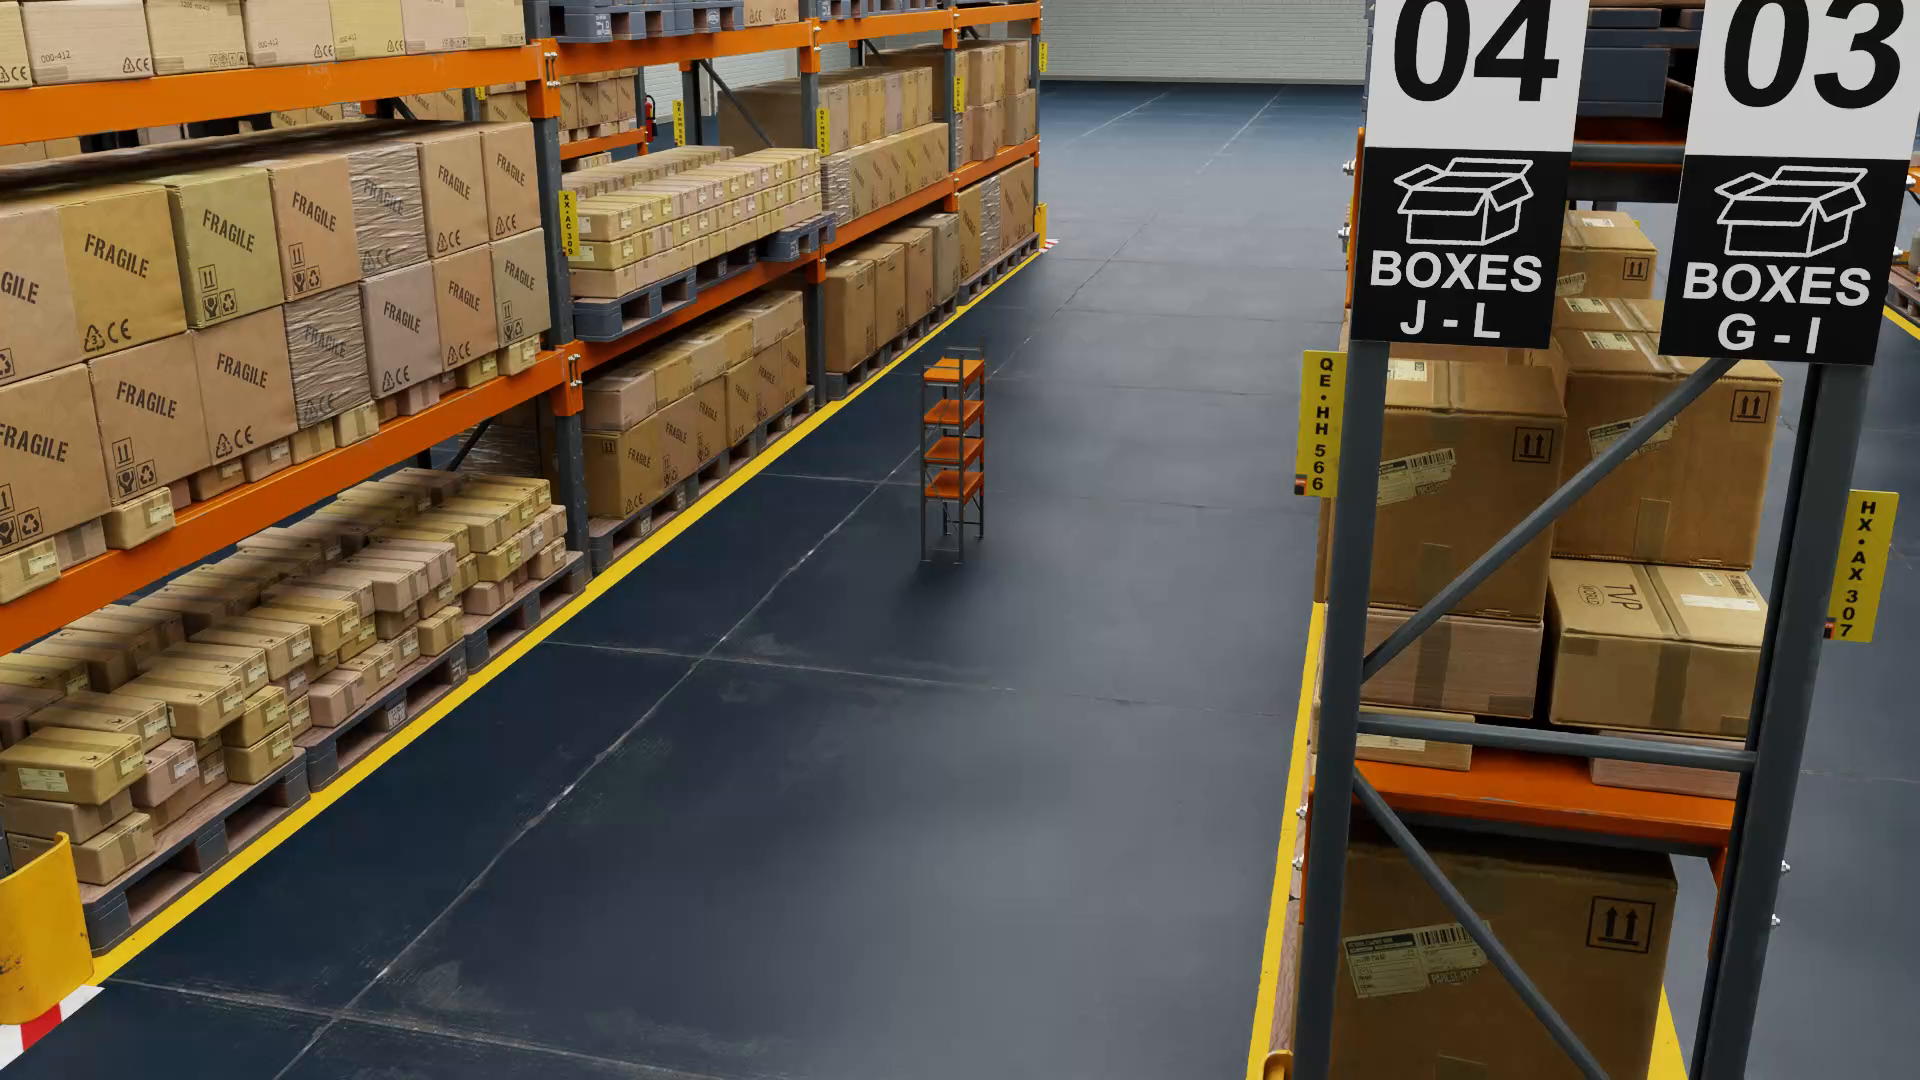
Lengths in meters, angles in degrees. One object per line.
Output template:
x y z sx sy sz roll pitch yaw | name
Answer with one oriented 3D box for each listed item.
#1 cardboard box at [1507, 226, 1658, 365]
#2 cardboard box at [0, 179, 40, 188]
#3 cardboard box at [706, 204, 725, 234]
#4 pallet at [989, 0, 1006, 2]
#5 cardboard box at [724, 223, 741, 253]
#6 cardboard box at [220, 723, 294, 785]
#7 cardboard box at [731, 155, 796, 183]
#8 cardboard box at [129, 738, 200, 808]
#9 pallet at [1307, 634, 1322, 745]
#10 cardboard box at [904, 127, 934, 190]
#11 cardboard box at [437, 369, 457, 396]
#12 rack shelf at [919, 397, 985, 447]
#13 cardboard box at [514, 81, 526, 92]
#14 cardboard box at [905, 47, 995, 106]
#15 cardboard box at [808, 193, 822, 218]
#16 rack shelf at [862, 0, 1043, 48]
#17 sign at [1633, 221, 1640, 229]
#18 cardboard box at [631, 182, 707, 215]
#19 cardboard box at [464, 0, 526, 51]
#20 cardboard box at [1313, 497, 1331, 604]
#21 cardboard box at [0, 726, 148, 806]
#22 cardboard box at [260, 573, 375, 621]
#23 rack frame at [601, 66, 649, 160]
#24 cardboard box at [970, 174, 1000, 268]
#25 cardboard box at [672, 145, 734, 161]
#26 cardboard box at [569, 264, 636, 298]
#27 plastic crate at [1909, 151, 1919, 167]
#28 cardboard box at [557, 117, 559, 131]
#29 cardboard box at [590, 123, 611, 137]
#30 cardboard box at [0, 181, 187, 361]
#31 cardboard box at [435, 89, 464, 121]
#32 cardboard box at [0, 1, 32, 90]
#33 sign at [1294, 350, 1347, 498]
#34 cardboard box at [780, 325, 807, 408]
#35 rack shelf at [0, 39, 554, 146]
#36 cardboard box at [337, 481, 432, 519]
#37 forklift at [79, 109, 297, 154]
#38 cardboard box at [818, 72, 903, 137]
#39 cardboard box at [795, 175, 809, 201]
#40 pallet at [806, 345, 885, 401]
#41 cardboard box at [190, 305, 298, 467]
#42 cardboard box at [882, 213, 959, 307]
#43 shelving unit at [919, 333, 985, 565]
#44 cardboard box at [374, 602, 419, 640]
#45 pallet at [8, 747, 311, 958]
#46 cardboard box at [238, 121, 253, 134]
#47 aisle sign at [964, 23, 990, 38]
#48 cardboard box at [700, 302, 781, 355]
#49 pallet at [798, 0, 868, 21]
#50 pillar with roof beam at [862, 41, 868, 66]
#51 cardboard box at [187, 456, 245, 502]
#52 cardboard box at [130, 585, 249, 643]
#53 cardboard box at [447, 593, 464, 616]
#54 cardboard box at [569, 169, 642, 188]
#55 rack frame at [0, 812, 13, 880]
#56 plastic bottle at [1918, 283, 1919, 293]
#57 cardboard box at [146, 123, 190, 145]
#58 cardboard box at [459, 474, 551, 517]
2.310 -0.899 6.292 0.500 0.500 0.500 5 19 14 | cardboard box
-3.479 -0.949 5.665 0.500 0.500 0.500 4 19 12 | cardboard box
-1.638 -1.939 10.004 0.380 0.149 0.250 4 19 12 | cardboard box
-0.031 -5.742 17.354 1.003 0.211 1.213 5 19 13 | pallet
-1.575 -1.875 10.277 0.380 0.149 0.250 4 19 11 | cardboard box
-2.827 0.807 6.446 0.380 0.149 0.250 5 19 14 | cardboard box
-1.321 -2.485 11.140 0.380 0.149 0.250 5 20 15 | cardboard box
-2.974 0.818 5.953 0.380 0.149 0.250 5 19 13 | cardboard box
2.028 0.755 7.150 1.003 0.211 1.213 5 19 13 | pallet
-0.533 -3.432 14.940 0.500 0.500 0.500 4 19 13 | cardboard box
-2.549 -0.749 7.630 0.380 0.149 0.250 4 19 12 | cardboard box
-0.040 -0.664 9.291 0.258 0.148 0.480 5 19 13 | rack shelf
-4.902 -5.027 17.603 0.700 0.500 0.500 5 19 14 | cardboard box
-0.131 -4.762 17.087 0.875 0.550 0.550 5 19 13 | cardboard box
-1.193 -2.363 11.703 0.380 0.149 0.250 5 19 14 | cardboard box
-0.052 -5.433 17.427 1.077 0.370 4.000 5 19 13 | rack shelf
2.828 -1.200 7.100 0.100 0.325 0.005 5 19 13 | sign
-1.701 -1.995 9.706 0.380 0.149 0.250 4 19 13 | cardboard box
-2.354 -2.393 7.645 0.500 0.250 0.500 5 20 15 | cardboard box
2.426 -0.192 8.247 1.225 0.875 0.875 5 19 14 | cardboard box
-3.016 0.765 5.647 0.380 0.149 0.250 4 19 11 | cardboard box
-2.745 0.265 7.112 0.380 0.149 0.250 5 19 14 | cardboard box
-4.389 -5.340 20.682 1.000 3.000 0.127 5 19 13 | rack frame
-0.103 -3.395 17.625 0.875 0.875 0.875 5 19 14 | cardboard box
-1.820 -2.704 11.783 0.380 0.149 0.250 5 19 13 | cardboard box
-1.953 -1.387 8.847 0.380 0.149 0.250 4 19 11 | cardboard box
9.493 -3.787 16.542 0.298 0.136 0.250 5 19 13 | plastic crate
-4.753 -4.706 18.211 0.500 0.500 0.500 4 19 13 | cardboard box
-4.344 -4.838 19.599 0.380 0.149 0.250 5 19 14 | cardboard box
-2.989 -0.906 5.538 0.500 0.500 0.500 5 20 15 | cardboard box
-5.256 -4.311 16.403 0.500 0.500 0.500 4 19 12 | cardboard box
-3.115 -1.435 4.841 0.500 0.250 0.500 5 20 15 | cardboard box
0.789 -0.250 3.622 0.100 0.325 0.005 5 19 13 | sign
-1.426 -1.263 11.961 0.500 0.500 0.500 5 19 13 | cardboard box
-2.984 -1.672 6.415 1.077 0.370 4.000 5 19 13 | rack shelf
-2.906 -0.178 8.408 0.380 0.149 0.250 6 20 16 | cardboard box
-4.670 -1.879 10.655 1.130 2.935 3.031 4 19 11 | forklift
-0.904 -3.772 14.389 0.700 0.500 0.500 5 19 14 | cardboard box
-1.261 -2.420 11.410 0.380 0.149 0.250 5 20 15 | cardboard box
-1.253 -1.395 13.446 1.003 0.211 1.213 5 19 13 | pallet
-2.857 -0.596 6.176 0.500 0.500 0.500 5 19 14 | cardboard box
-0.606 -2.660 15.665 1.050 0.750 0.750 5 19 13 | cardboard box
-0.040 -0.516 9.342 0.258 1.200 0.503 5 19 13 | shelving unit
-2.652 0.319 7.413 0.380 0.149 0.250 4 19 11 | cardboard box
-3.222 1.078 6.206 1.003 0.211 1.213 5 19 13 | pallet
-6.009 -3.343 13.568 0.500 0.500 0.500 4 19 12 | cardboard box
0.163 -6.257 19.345 0.394 0.787 0.004 5 19 13 | aisle sign
-1.544 -1.450 11.350 0.500 0.250 0.500 5 19 14 | cardboard box
-1.413 -4.010 12.438 1.213 0.211 1.003 6 20 16 | pallet
1.258 -17.486 46.960 9.100 9.000 0.400 5 19 13 | pillar with roof beam
-2.916 -0.261 6.201 0.380 0.149 0.250 4 19 13 | cardboard box
-3.224 0.313 6.972 0.380 0.149 0.250 4 19 12 | cardboard box
-2.590 0.316 7.883 0.380 0.149 0.250 4 19 12 | cardboard box
-2.203 -2.216 10.352 0.380 0.149 0.250 4 19 13 | cardboard box
-3.473 0.034 4.948 1.000 3.000 0.127 5 19 13 | rack frame
9.254 -2.475 15.940 0.097 0.201 0.097 0 19 0 | plastic bottle
-6.216 -3.171 12.628 0.500 0.500 0.500 4 19 12 | cardboard box
-2.330 -0.219 8.529 0.380 0.149 0.250 5 20 15 | cardboard box
